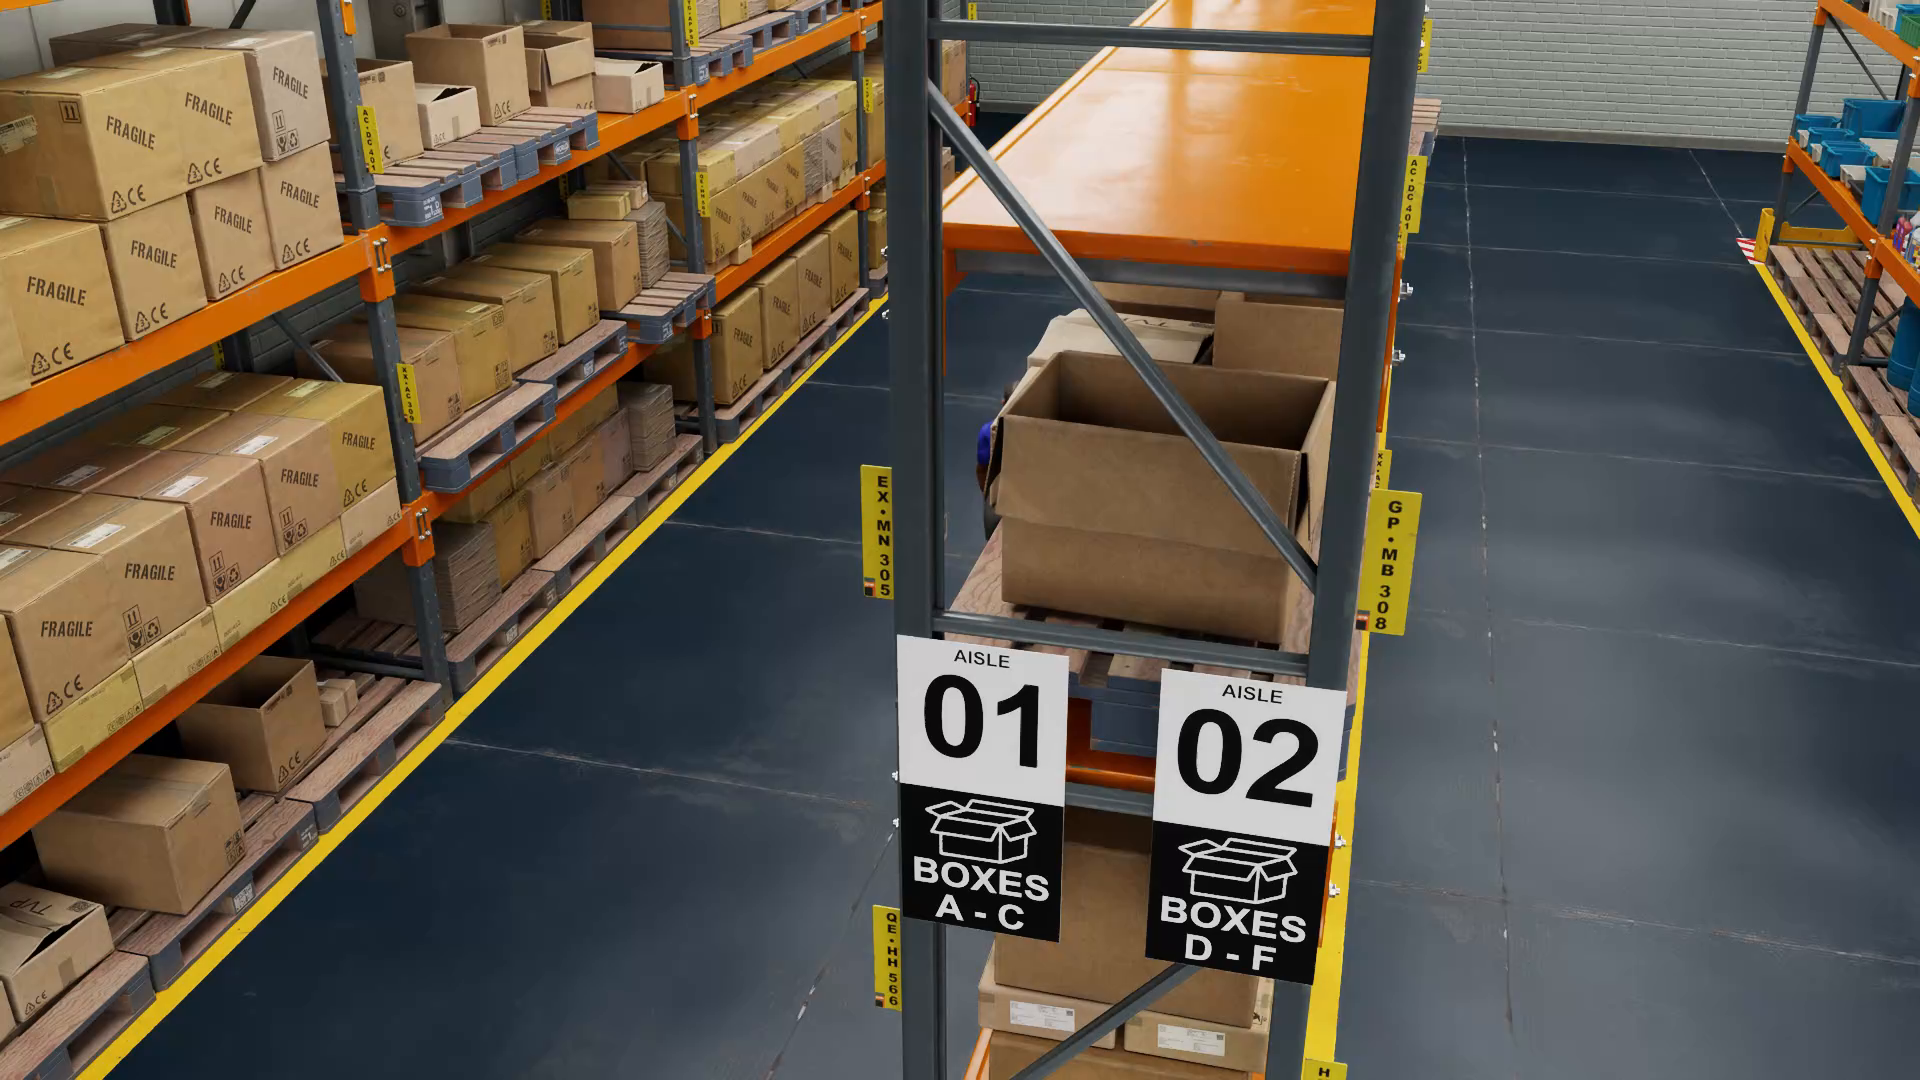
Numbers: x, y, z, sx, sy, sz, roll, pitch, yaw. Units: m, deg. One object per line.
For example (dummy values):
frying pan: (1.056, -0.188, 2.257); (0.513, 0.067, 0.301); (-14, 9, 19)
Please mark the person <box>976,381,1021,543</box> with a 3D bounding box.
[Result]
person: (0.318, -0.179, 10.174); (0.465, 1.588, 0.411); (7, 26, 15)
